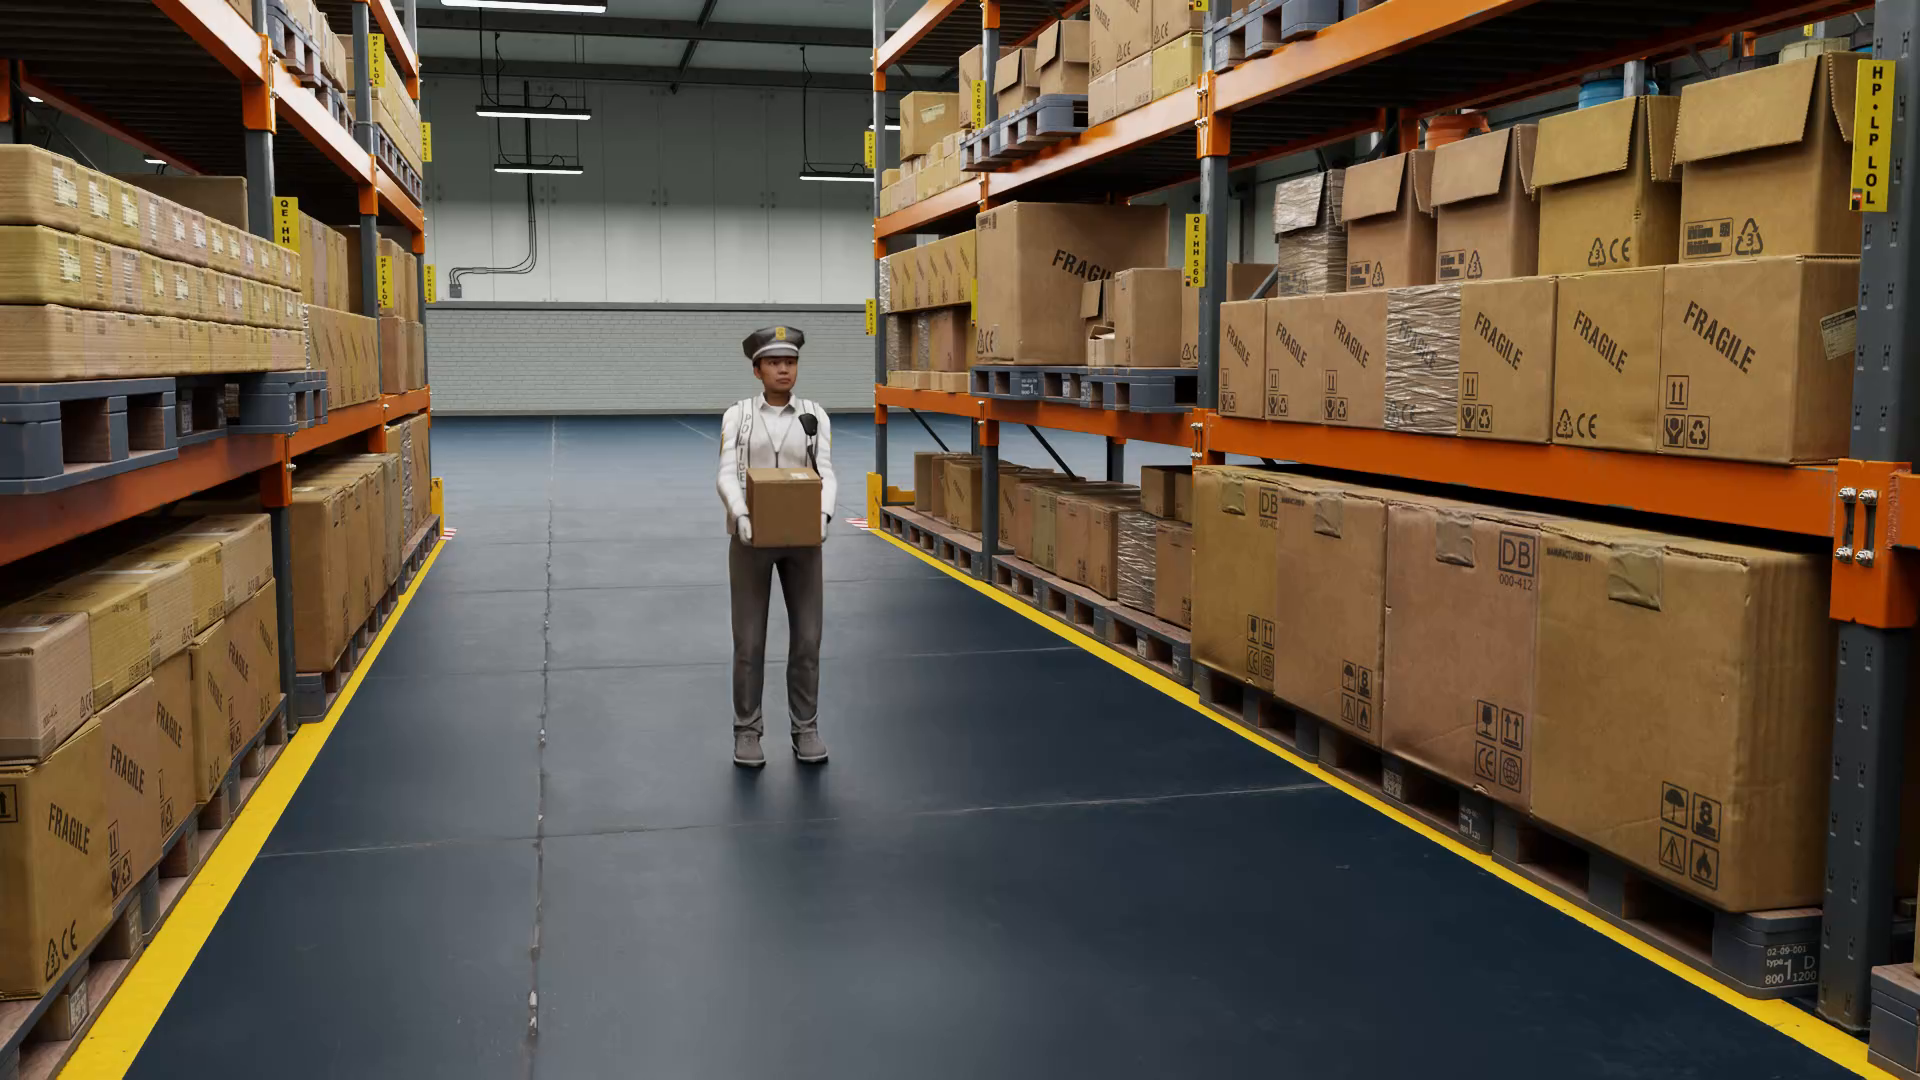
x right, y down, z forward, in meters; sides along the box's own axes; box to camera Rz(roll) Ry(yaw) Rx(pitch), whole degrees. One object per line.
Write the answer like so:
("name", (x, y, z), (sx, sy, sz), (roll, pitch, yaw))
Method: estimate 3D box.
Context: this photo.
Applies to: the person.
("person", (-0.698, 0.020, 6.387), (0.459, 1.686, 0.556), (-1, 6, -13))
